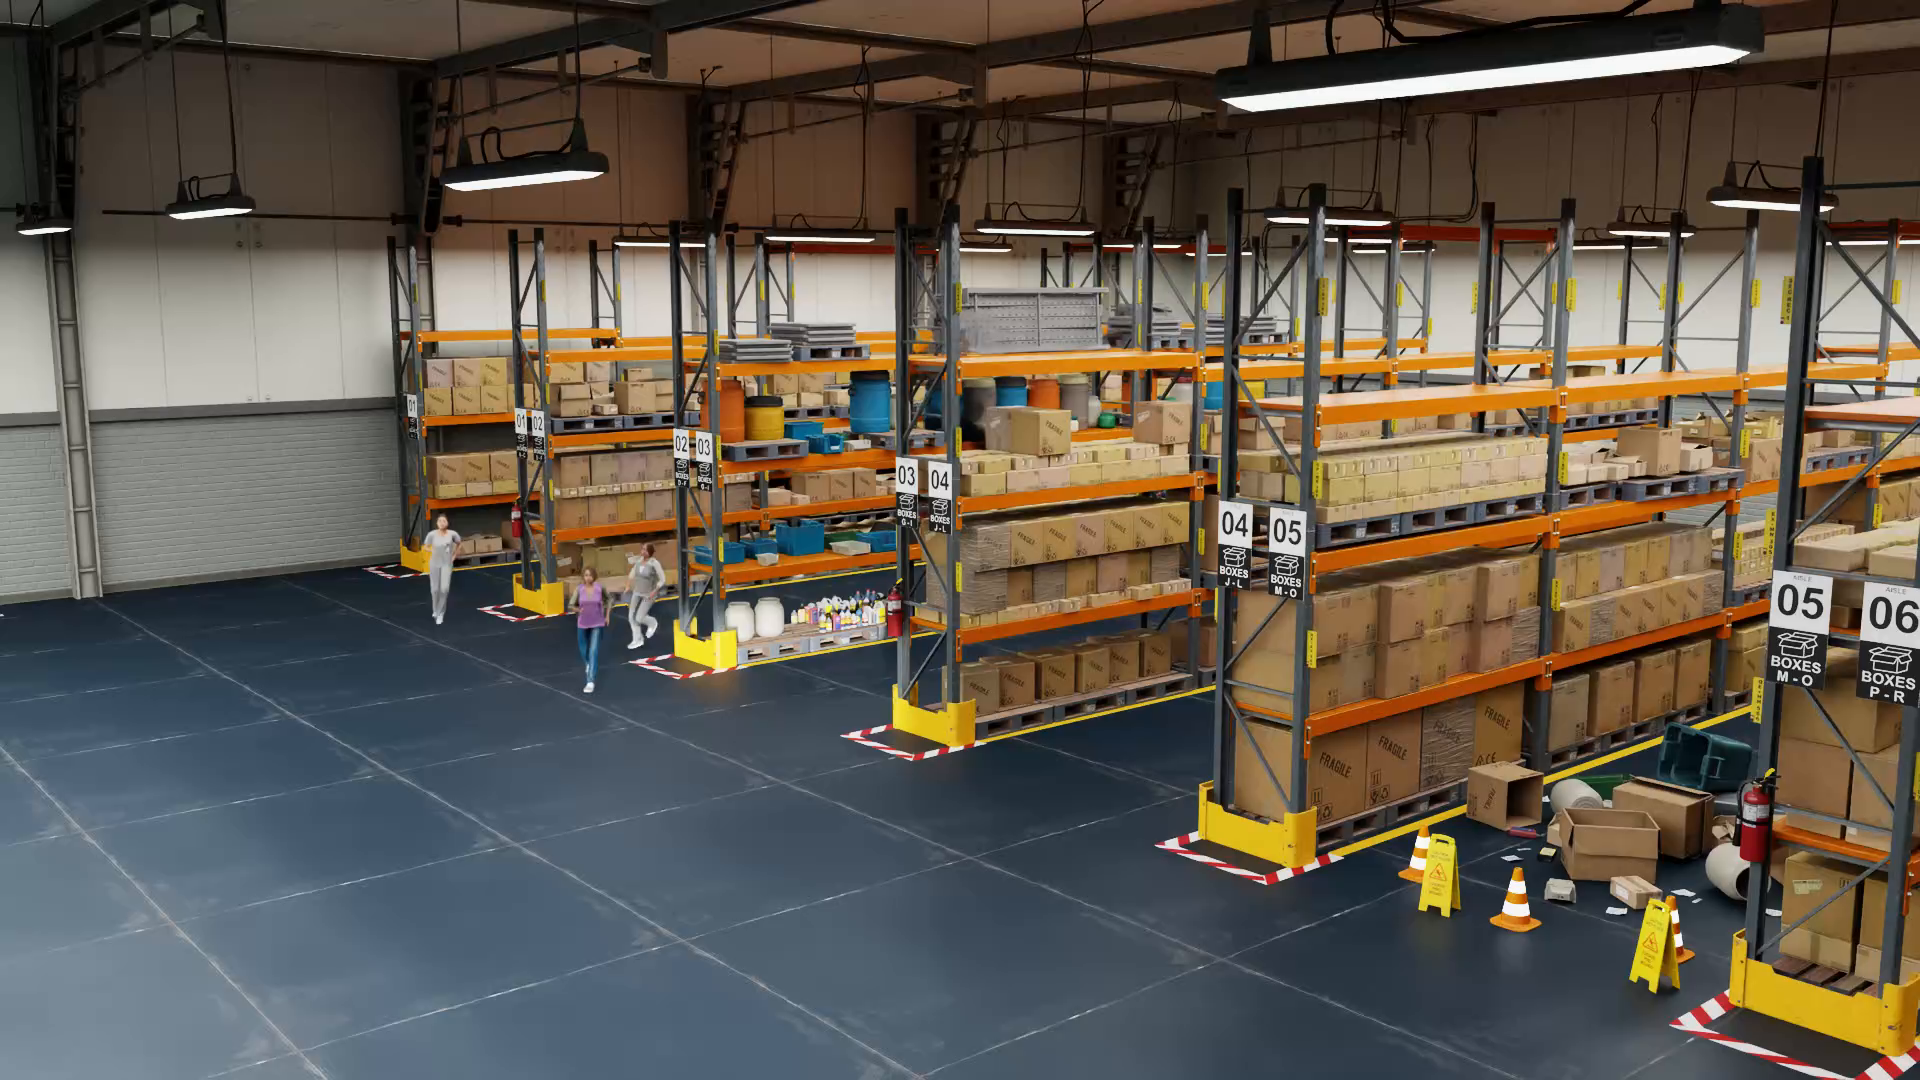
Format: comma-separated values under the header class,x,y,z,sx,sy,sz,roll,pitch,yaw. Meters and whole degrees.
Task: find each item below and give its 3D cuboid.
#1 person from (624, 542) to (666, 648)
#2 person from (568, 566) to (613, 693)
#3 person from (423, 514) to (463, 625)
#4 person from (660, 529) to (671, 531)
class,x,y,z,sx,sy,sz,roll,pitch,yaw
person,-4.470,0.785,23.727,0.592,1.546,0.506,5,10,27
person,-4.728,1.102,21.297,0.543,1.574,0.862,-1,9,-6
person,-7.935,0.441,25.531,0.567,1.709,0.724,-2,9,-10
person,-5.294,-0.267,29.738,0.587,1.740,0.683,-8,12,-44
